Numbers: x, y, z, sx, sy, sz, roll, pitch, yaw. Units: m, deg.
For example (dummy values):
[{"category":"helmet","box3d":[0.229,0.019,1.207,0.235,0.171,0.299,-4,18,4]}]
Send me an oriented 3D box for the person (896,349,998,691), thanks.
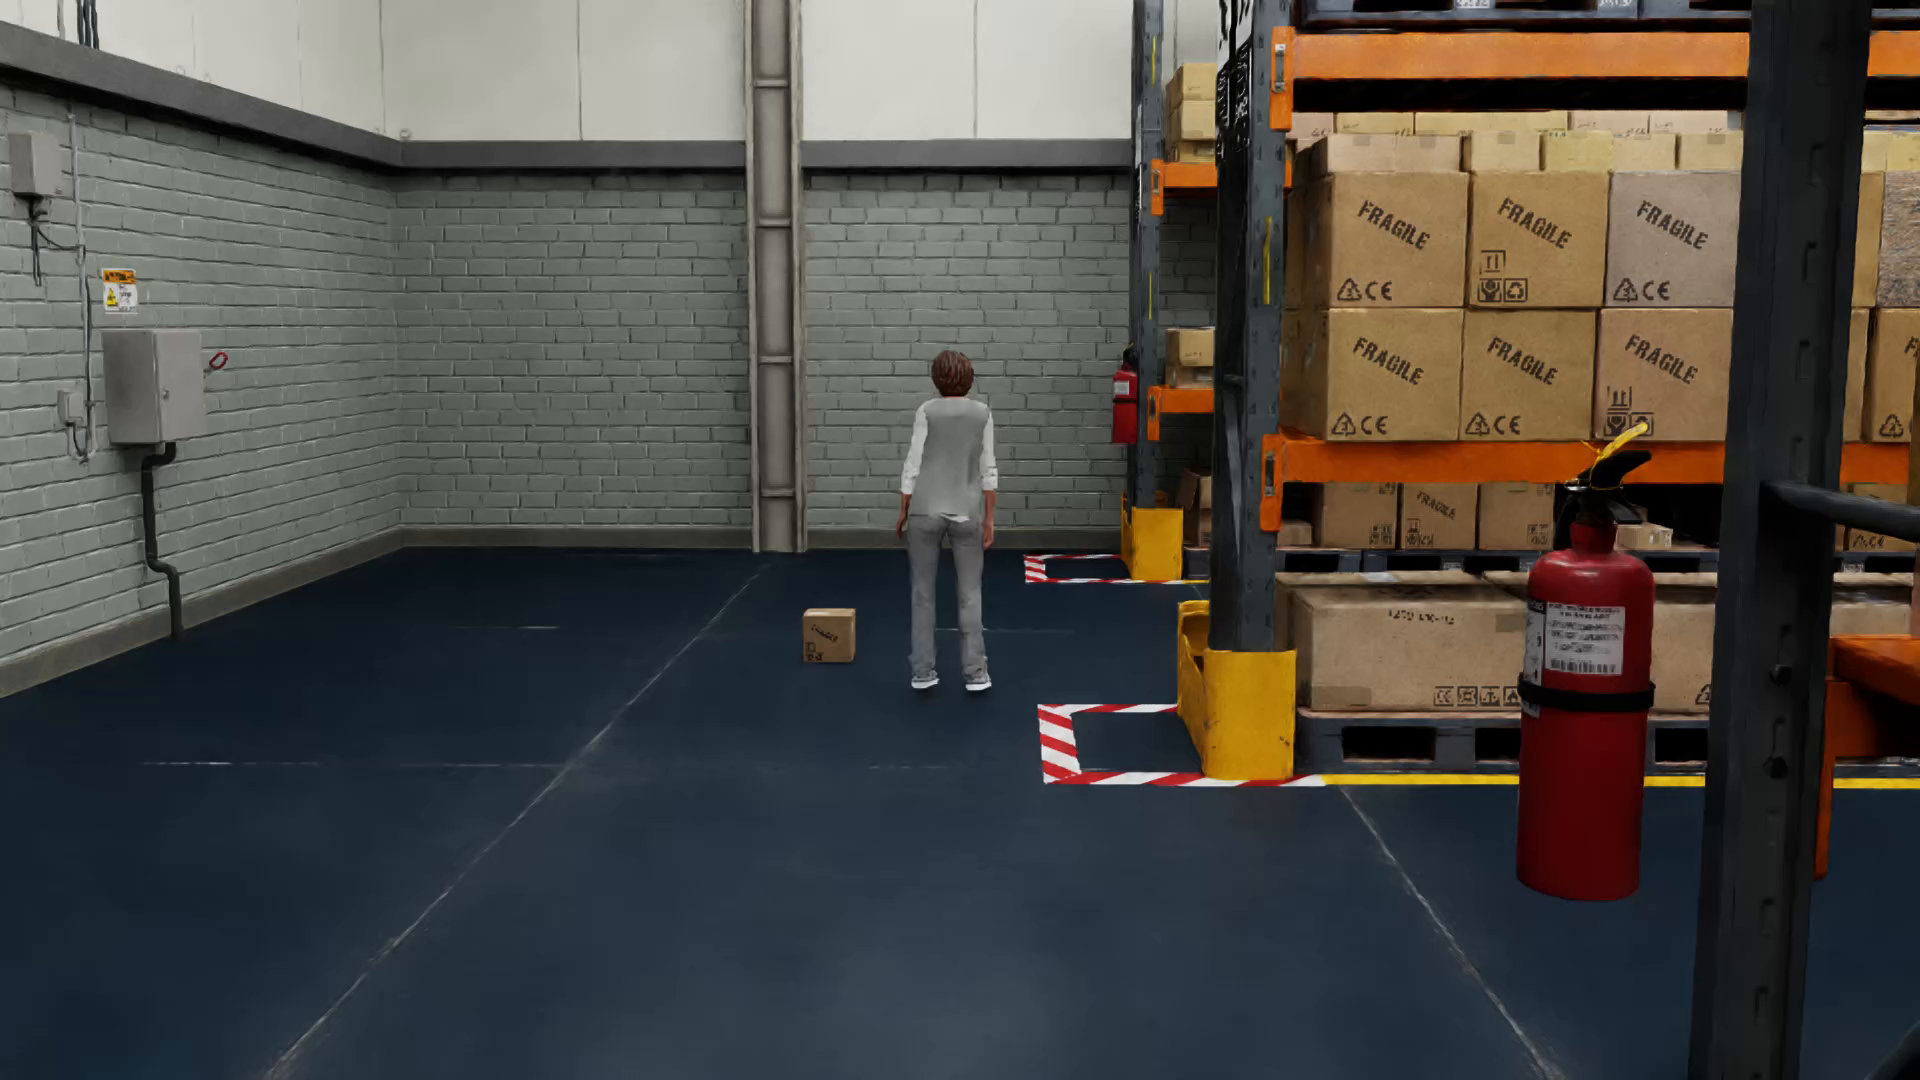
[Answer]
[{"category":"person","box3d":[-0.058,-0.083,7.773,0.467,1.606,0.337,-1,8,-9]}]
